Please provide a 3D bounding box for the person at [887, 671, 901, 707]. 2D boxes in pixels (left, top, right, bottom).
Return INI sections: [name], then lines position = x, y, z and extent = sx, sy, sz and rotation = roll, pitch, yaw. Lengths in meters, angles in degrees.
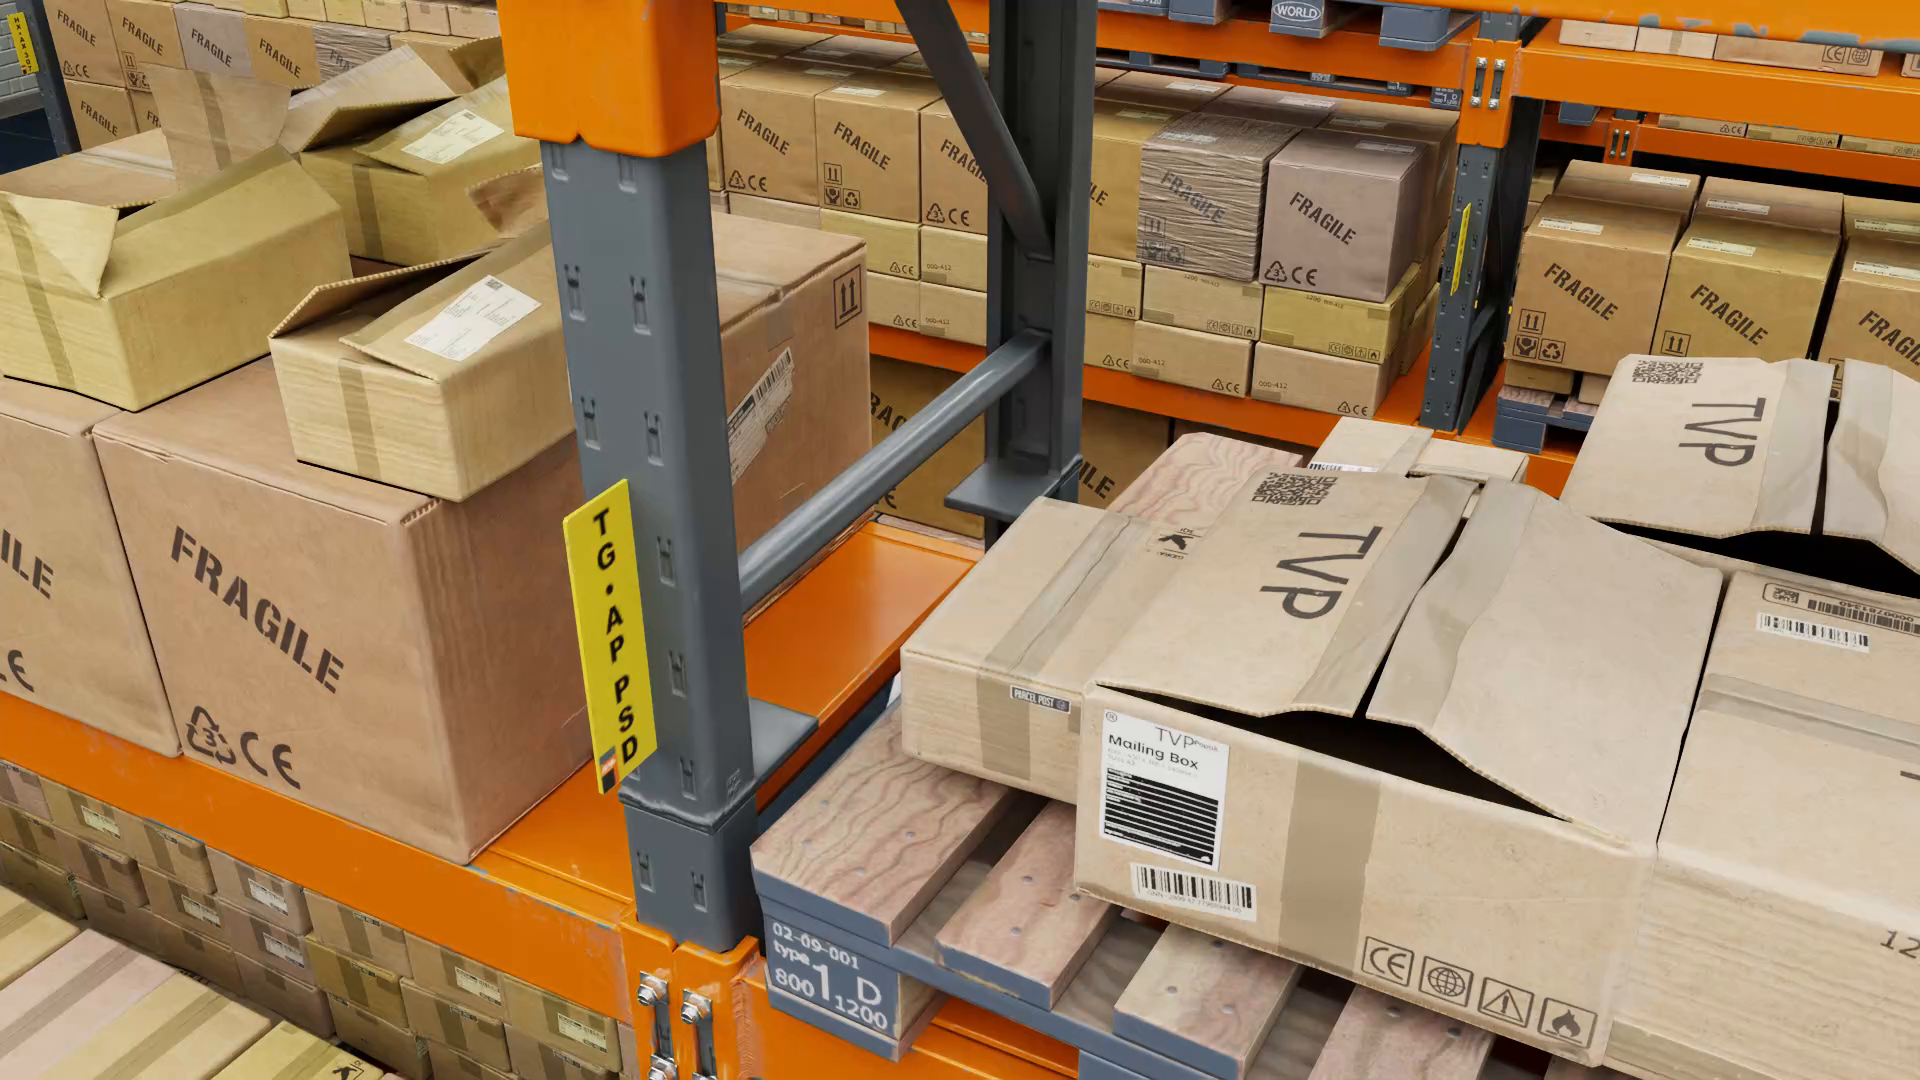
[person]
position = 0.026, 0.716, 6.351
extent = 0.592, 0.857, 0.900
rotation = 14, 33, 23
